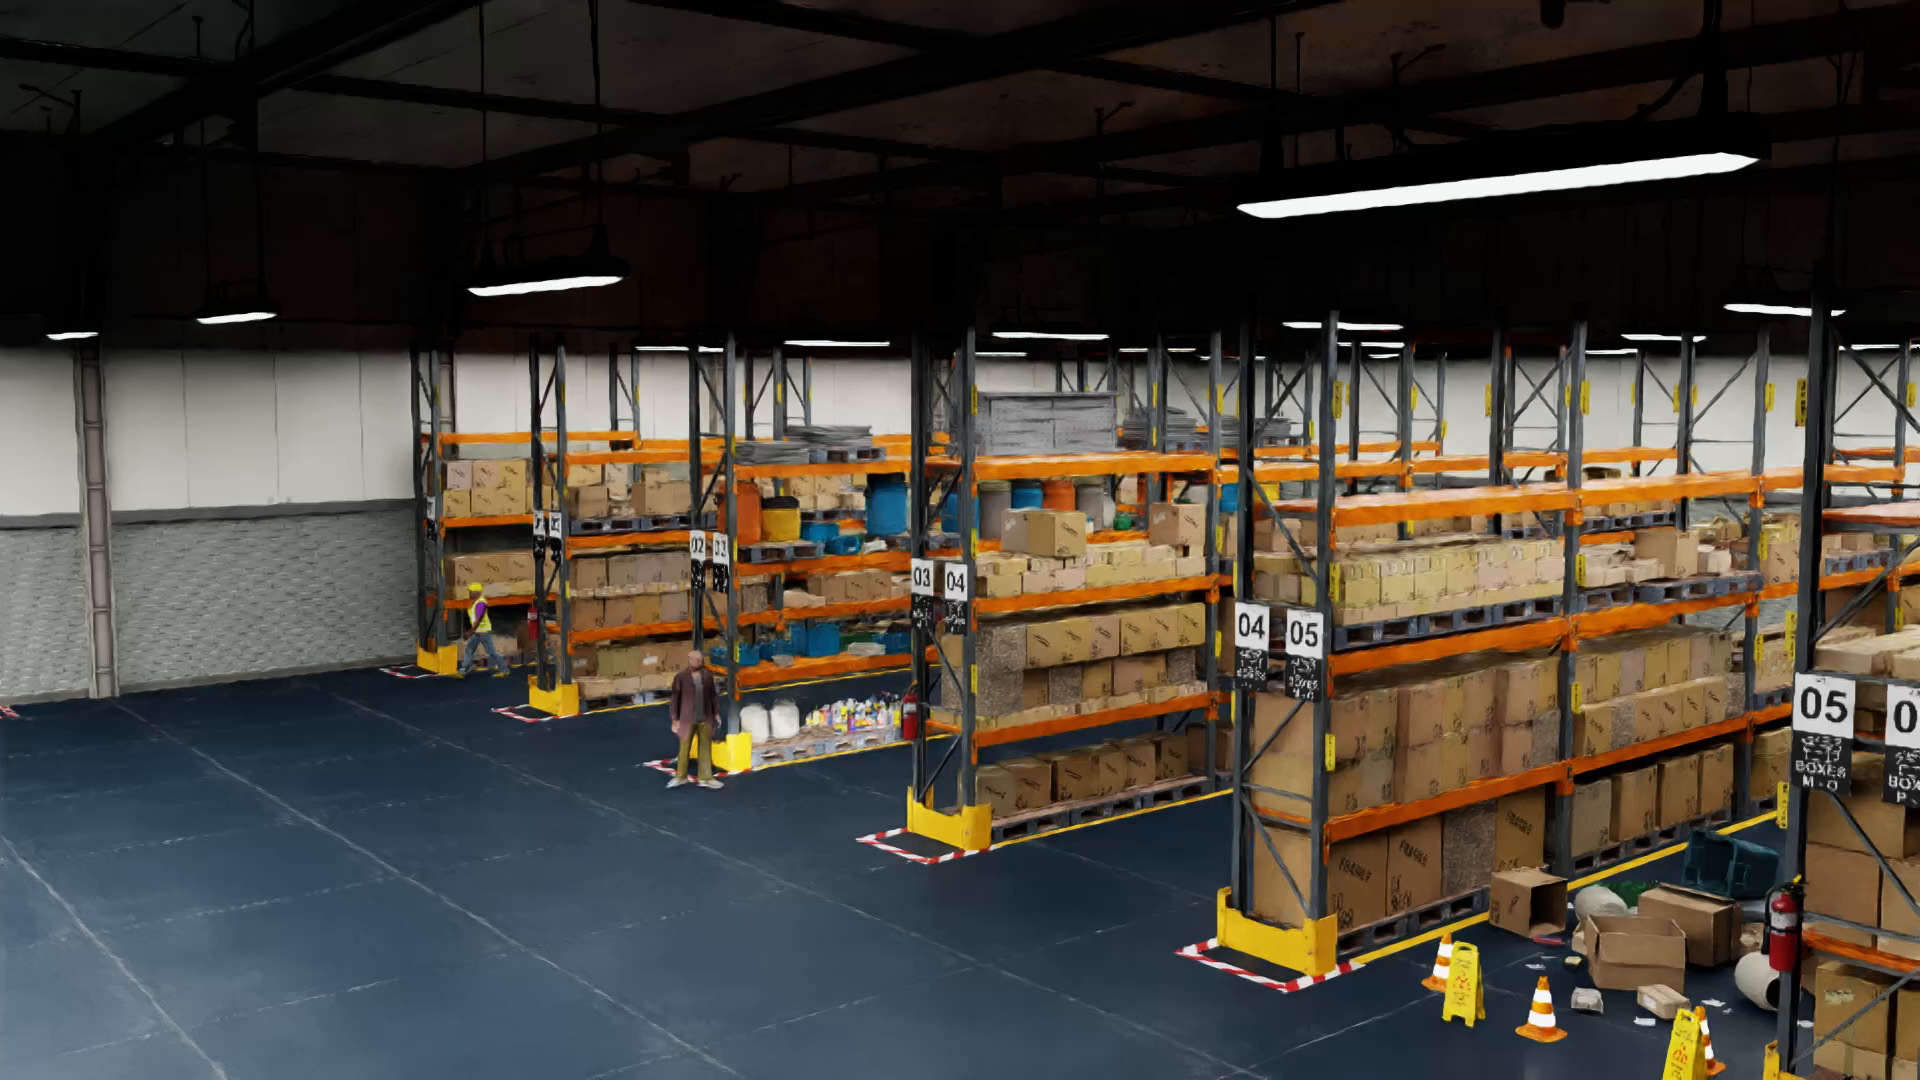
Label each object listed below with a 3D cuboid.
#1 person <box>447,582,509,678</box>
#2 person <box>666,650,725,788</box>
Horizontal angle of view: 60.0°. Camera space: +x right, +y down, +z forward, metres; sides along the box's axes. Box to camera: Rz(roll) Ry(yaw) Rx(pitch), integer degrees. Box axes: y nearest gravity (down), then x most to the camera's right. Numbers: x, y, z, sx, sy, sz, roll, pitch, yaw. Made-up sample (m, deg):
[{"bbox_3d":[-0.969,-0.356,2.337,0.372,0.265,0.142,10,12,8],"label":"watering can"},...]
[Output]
[{"bbox_3d":[-8.488,1.596,29.290,1.041,1.708,0.567,-3,6,-31],"label":"person"},{"bbox_3d":[-3.428,2.297,21.369,0.715,1.781,0.507,-3,6,-26],"label":"person"}]
